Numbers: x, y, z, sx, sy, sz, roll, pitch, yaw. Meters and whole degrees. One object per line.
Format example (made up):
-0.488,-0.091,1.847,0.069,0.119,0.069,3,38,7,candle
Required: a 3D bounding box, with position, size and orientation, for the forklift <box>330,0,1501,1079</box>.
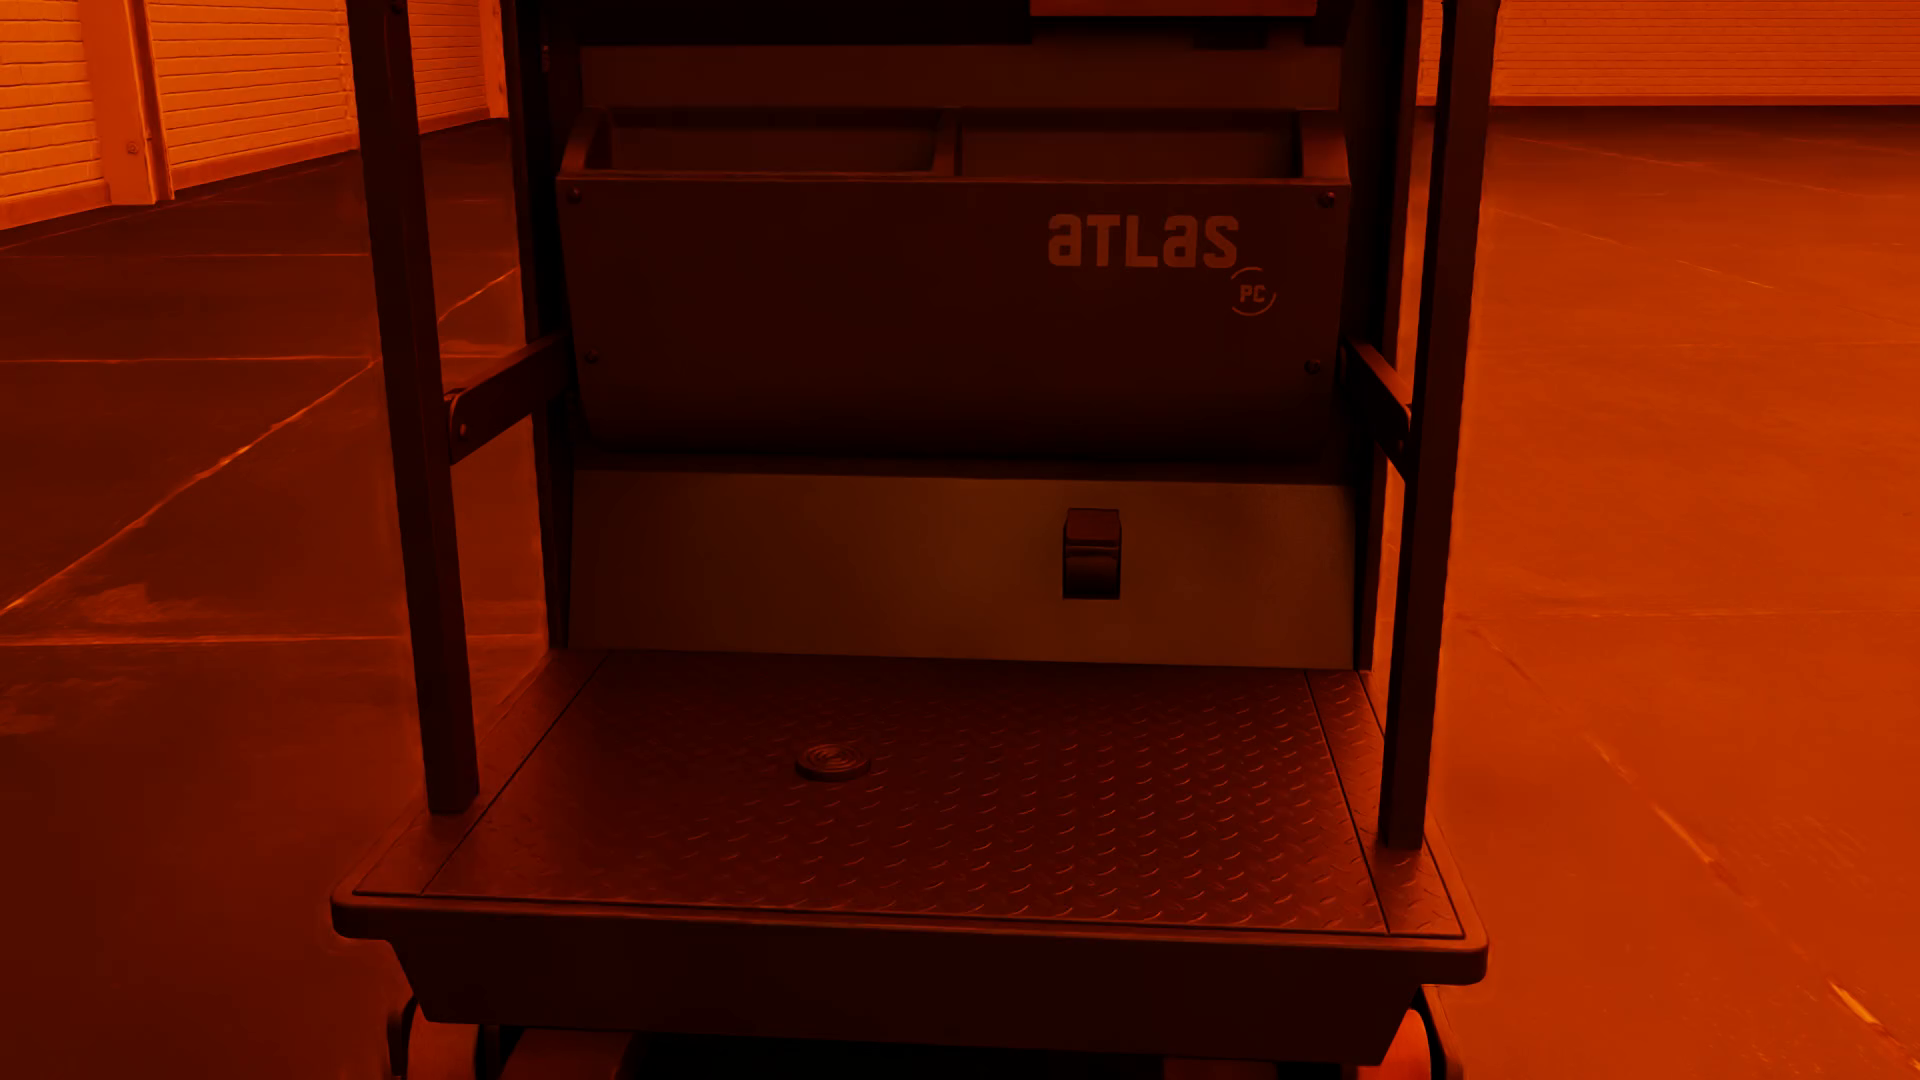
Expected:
-0.025,-0.842,1.661,1.130,2.935,3.031,1,17,4,forklift
